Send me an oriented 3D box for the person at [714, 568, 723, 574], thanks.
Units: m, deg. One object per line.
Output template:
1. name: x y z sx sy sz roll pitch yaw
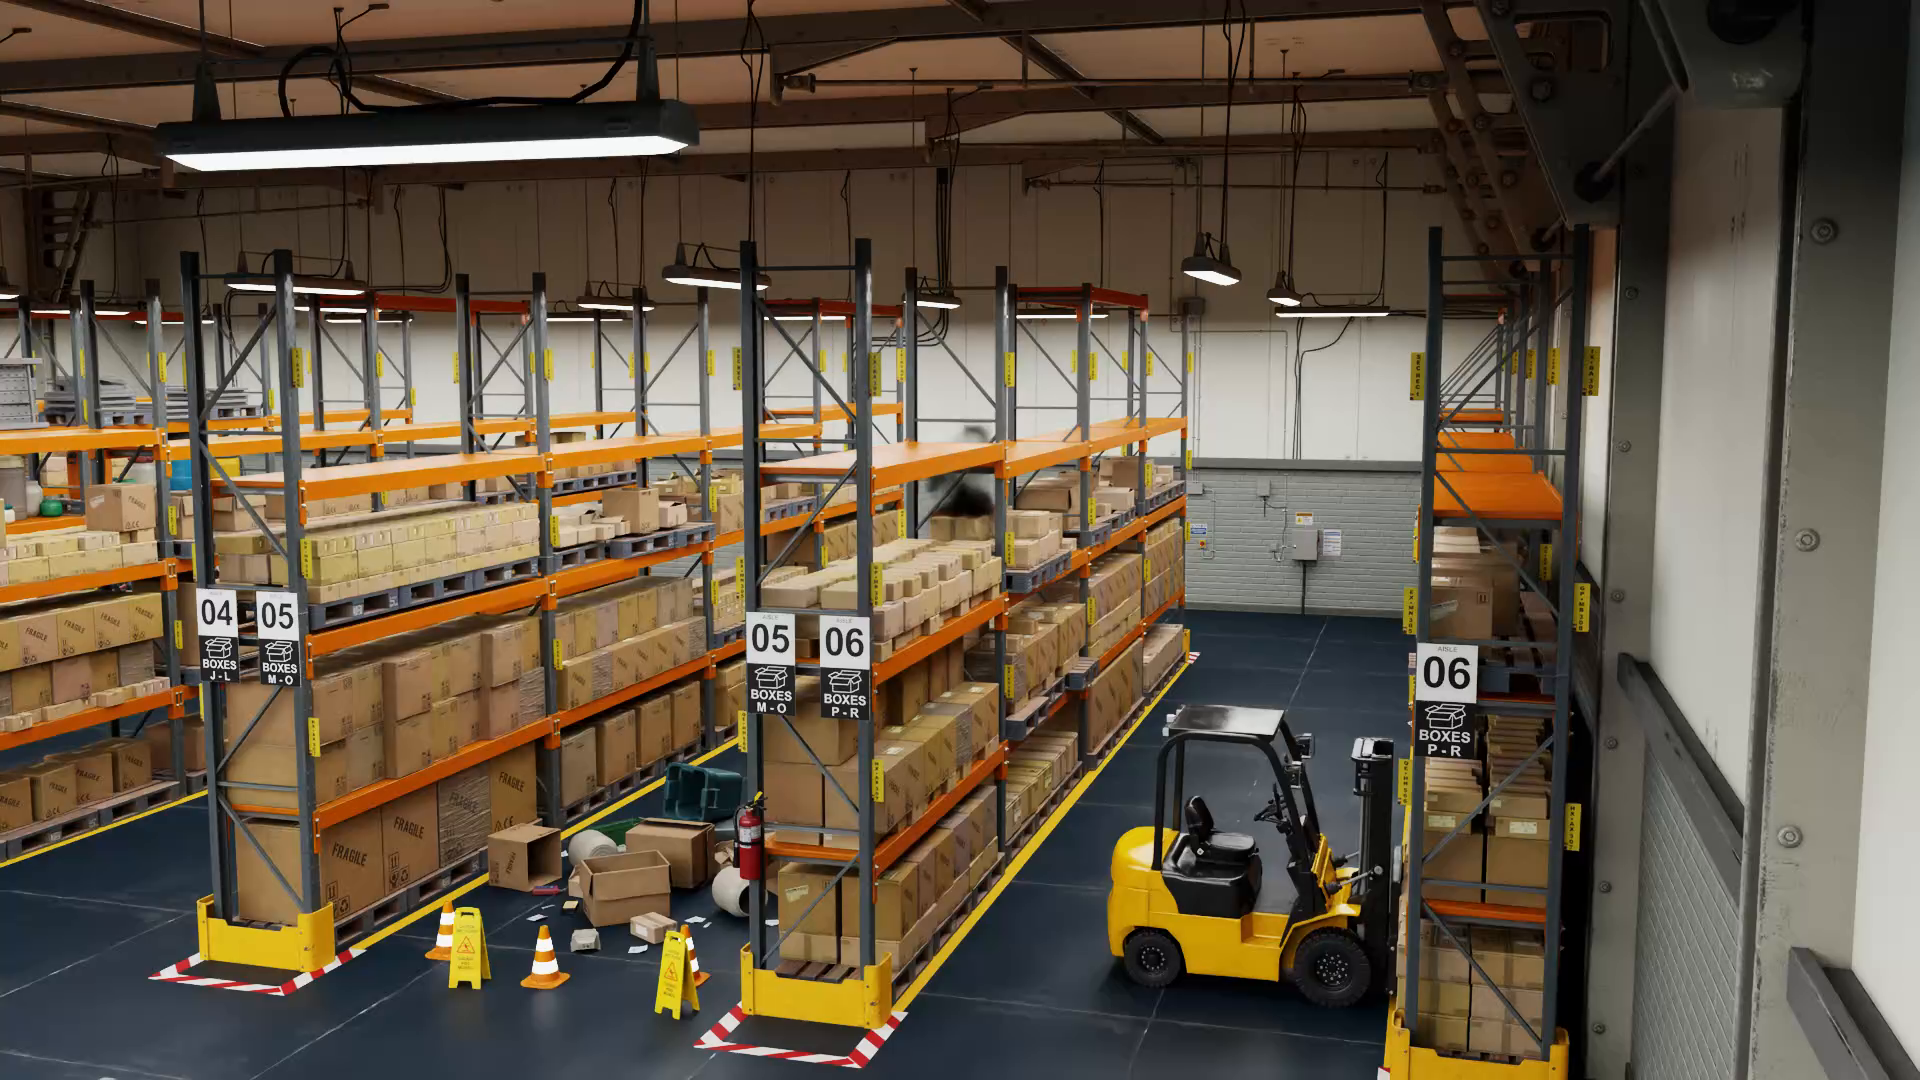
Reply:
1. person: -3.838 1.275 27.452 0.740 1.681 1.036 2 7 16

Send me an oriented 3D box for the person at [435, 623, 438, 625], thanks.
1. person: -6.779 1.889 21.762 0.646 1.757 0.686 1 6 5
